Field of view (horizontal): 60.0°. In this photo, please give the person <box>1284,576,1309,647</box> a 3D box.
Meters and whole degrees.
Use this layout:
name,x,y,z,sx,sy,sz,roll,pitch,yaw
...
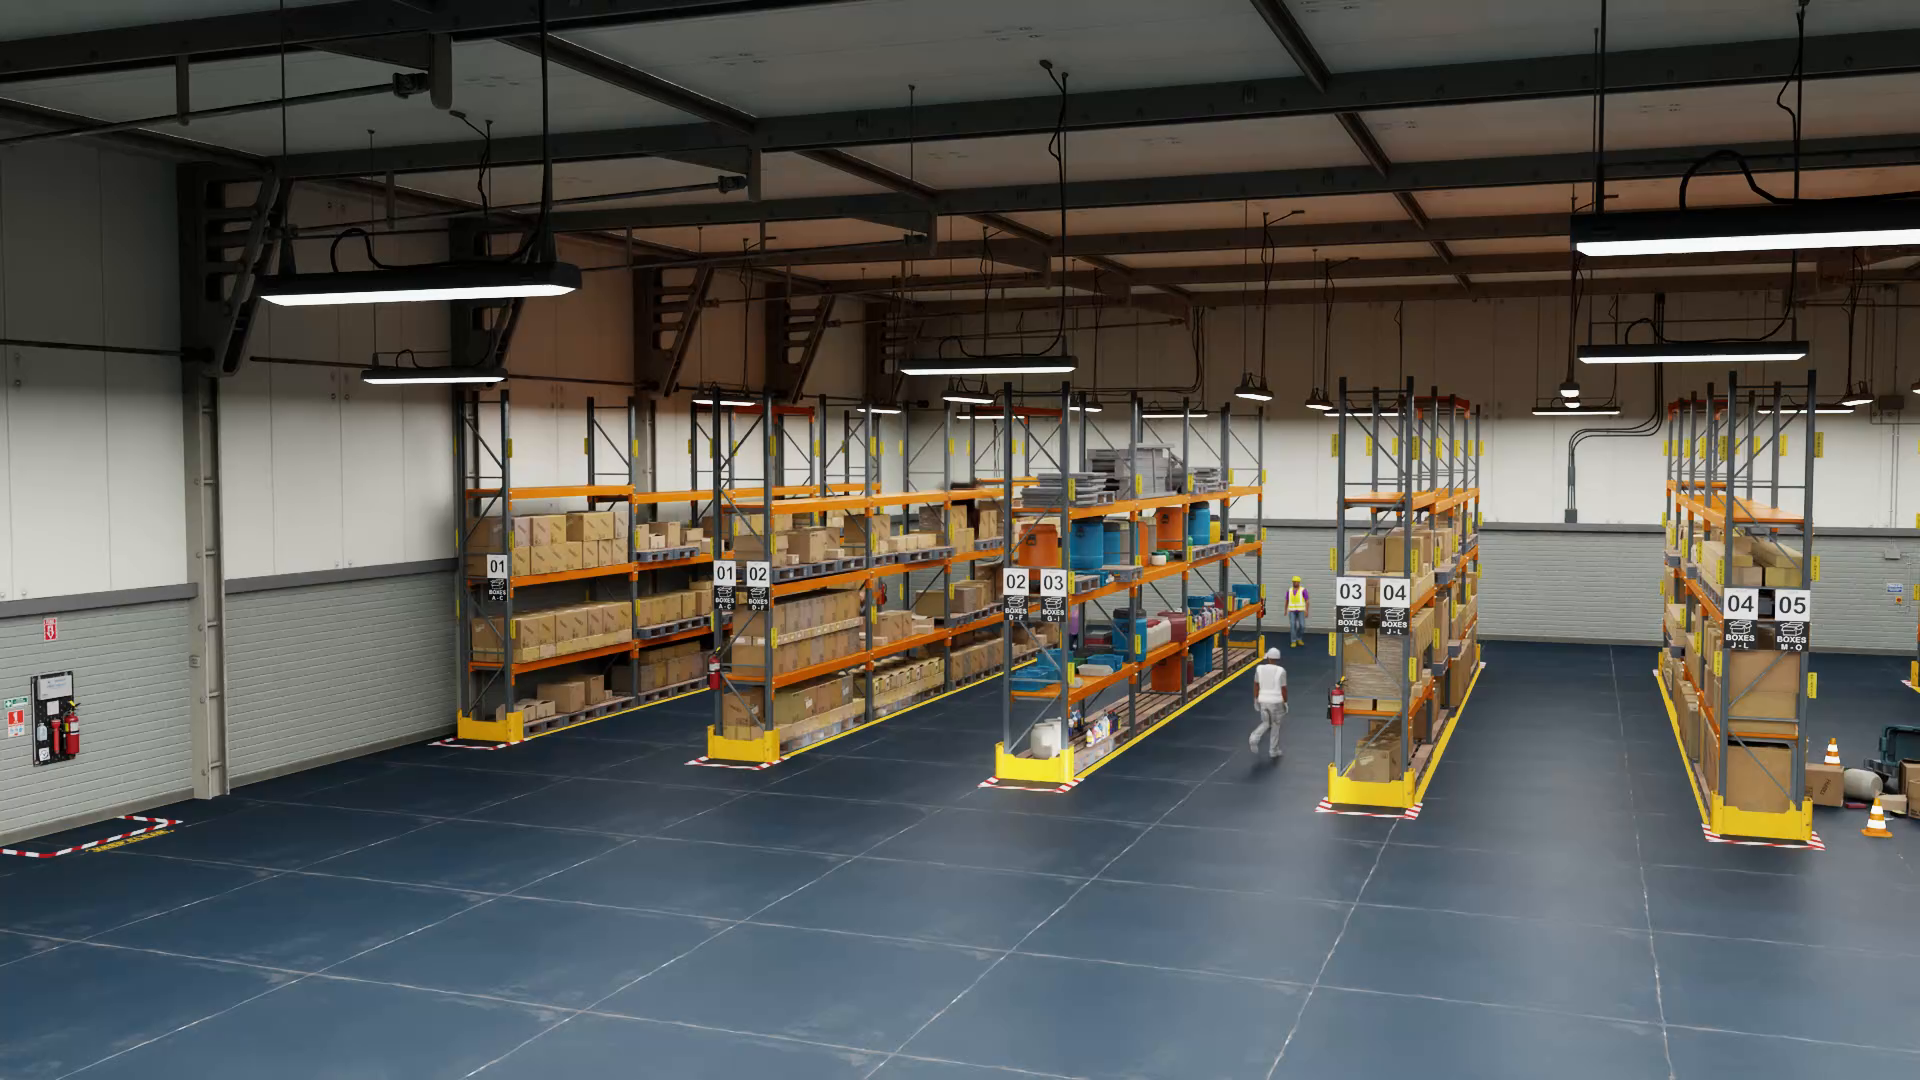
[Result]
name,x,y,z,sx,sy,sz,roll,pitch,yaw
person,8.498,1.802,41.999,0.617,1.771,0.438,1,3,11

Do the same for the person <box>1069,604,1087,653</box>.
name,x,y,z,sx,sy,sz,roll,pitch,yaw
person,2.625,2.162,37.183,0.424,1.494,0.506,1,3,14

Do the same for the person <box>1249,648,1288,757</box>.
name,x,y,z,sx,sy,sz,roll,pitch,yaw
person,4.997,2.624,26.833,0.669,1.777,0.544,-2,4,-36

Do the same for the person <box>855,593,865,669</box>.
name,x,y,z,sx,sy,sz,roll,pitch,yaw
person,-2.222,2.066,37.738,0.637,1.695,0.690,0,3,9
